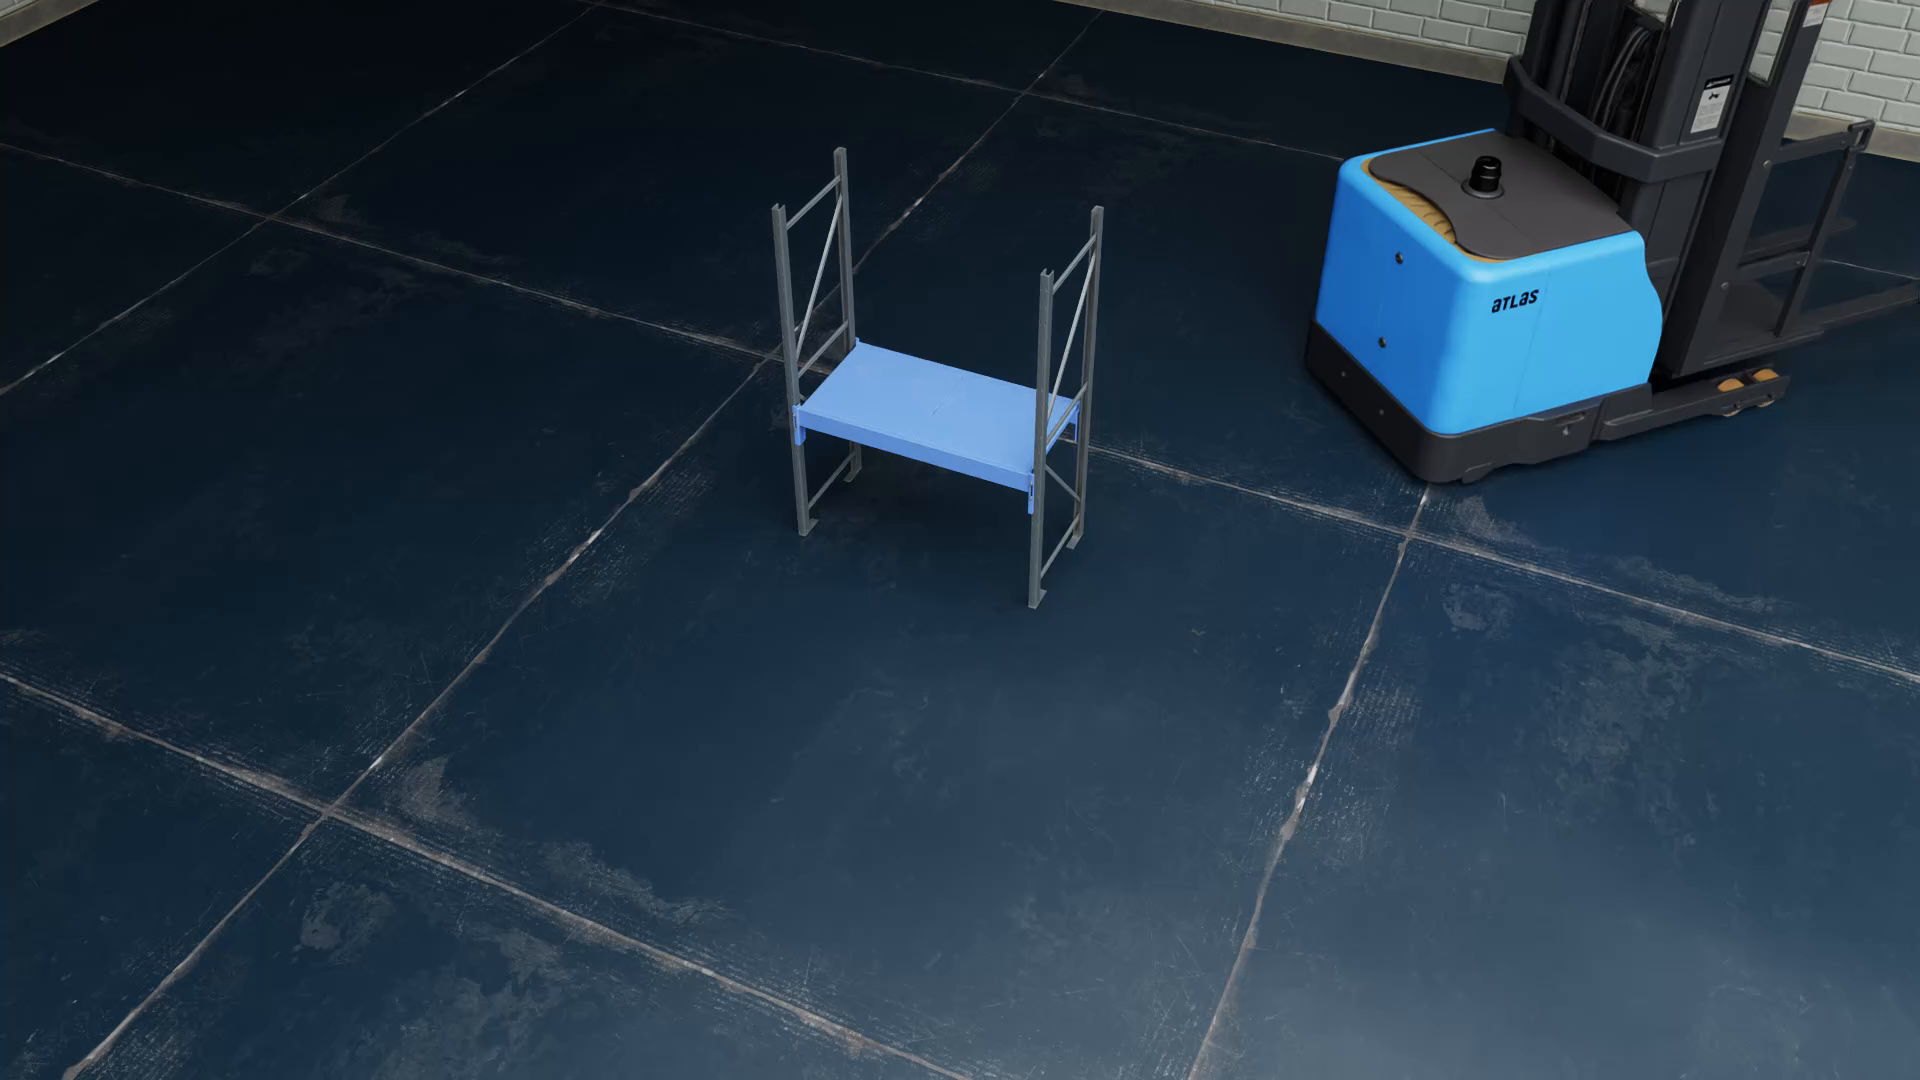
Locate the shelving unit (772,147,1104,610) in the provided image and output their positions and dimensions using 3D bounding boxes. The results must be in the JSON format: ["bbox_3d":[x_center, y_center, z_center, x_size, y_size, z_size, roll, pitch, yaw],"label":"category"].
[{"bbox_3d":[-0.077,-0.590,6.286,1.048,1.500,0.538,17,44,19],"label":"shelving unit"}]

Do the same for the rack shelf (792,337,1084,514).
[{"bbox_3d":[-0.077,-0.454,6.404,1.000,0.185,0.538,17,44,19],"label":"rack shelf"}]

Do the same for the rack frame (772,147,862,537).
[{"bbox_3d":[-0.538,-0.731,6.448,0.032,1.500,0.500,17,44,19],"label":"rack frame"}]

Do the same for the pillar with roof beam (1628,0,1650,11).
[{"bbox_3d":[1.779,-3.347,3.742,0.400,9.000,9.100,17,44,19],"label":"pillar with roof beam"}]

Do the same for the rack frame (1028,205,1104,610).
[{"bbox_3d":[0.383,-0.450,6.124,0.032,1.500,0.500,17,44,19],"label":"rack frame"}]

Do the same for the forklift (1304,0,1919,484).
[{"bbox_3d":[3.137,-1.961,6.775,3.031,2.935,1.130,-15,43,-17],"label":"forklift"}]
